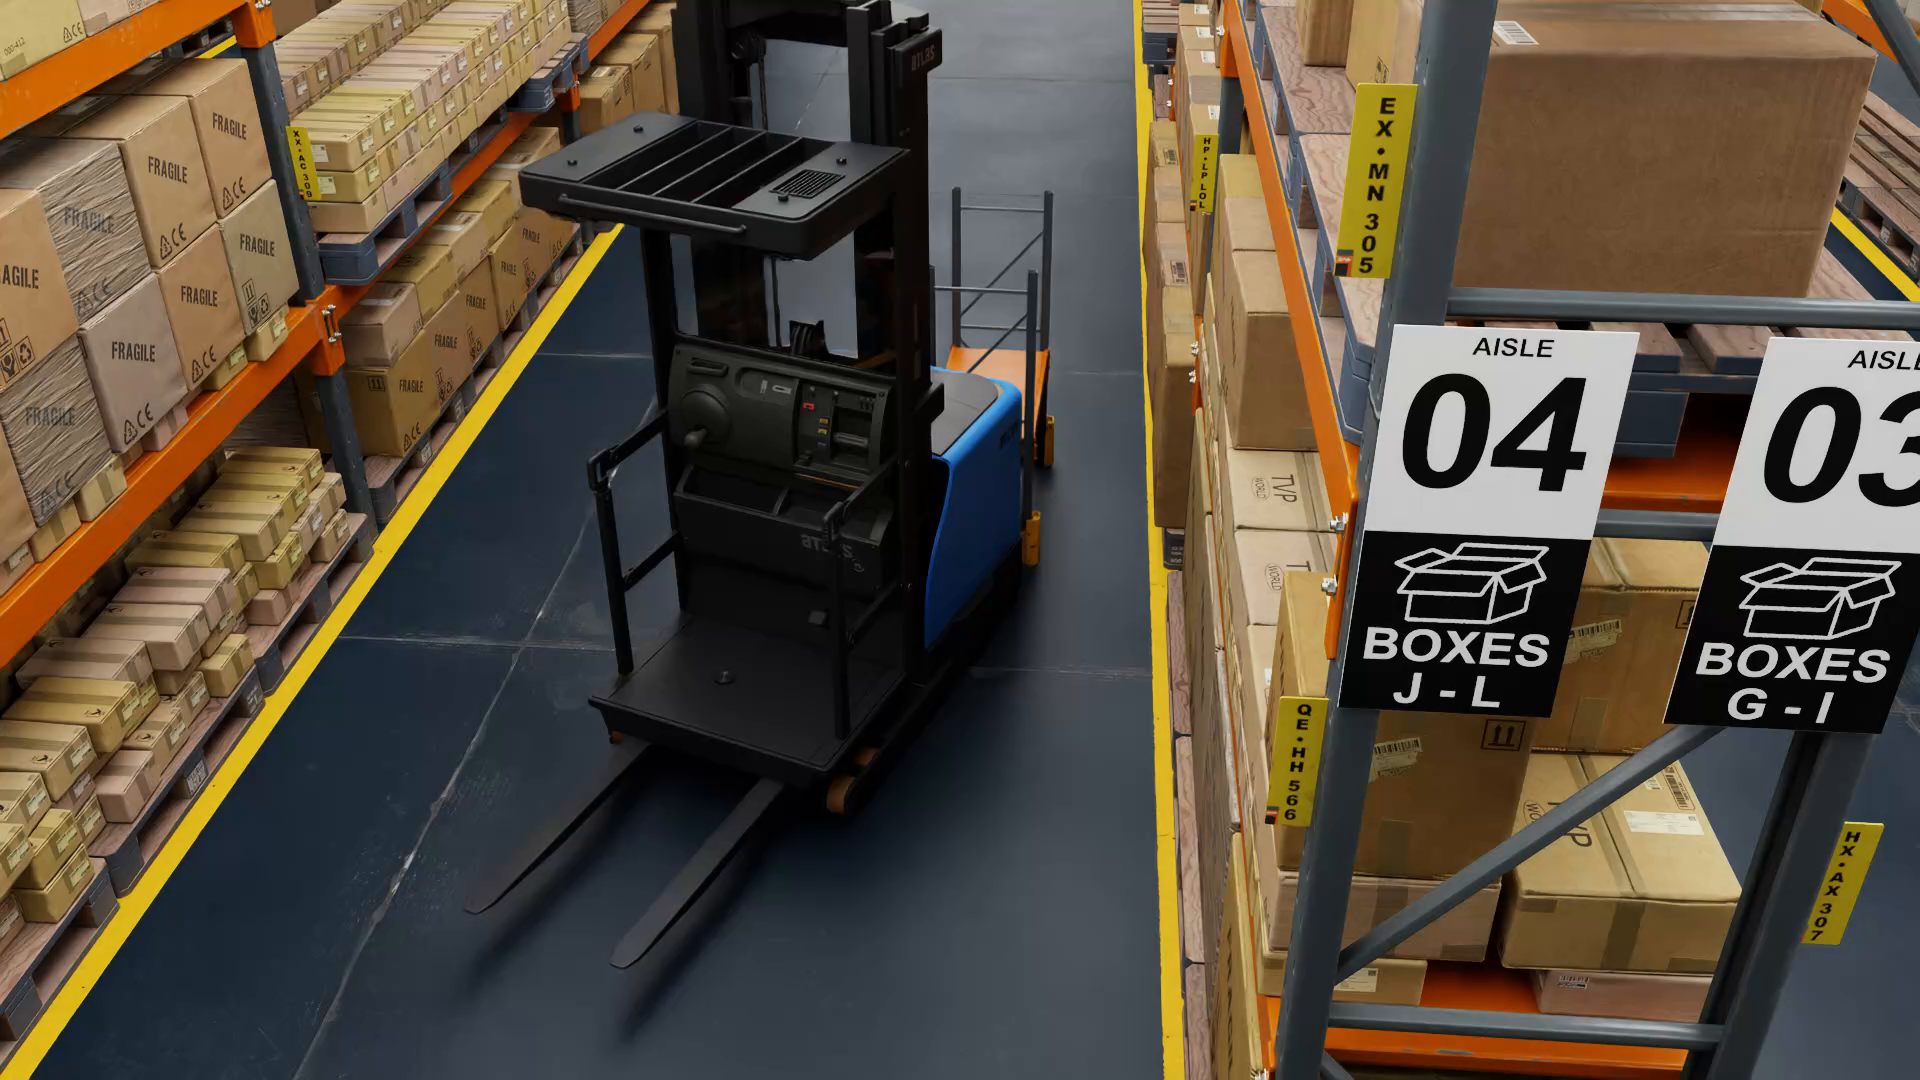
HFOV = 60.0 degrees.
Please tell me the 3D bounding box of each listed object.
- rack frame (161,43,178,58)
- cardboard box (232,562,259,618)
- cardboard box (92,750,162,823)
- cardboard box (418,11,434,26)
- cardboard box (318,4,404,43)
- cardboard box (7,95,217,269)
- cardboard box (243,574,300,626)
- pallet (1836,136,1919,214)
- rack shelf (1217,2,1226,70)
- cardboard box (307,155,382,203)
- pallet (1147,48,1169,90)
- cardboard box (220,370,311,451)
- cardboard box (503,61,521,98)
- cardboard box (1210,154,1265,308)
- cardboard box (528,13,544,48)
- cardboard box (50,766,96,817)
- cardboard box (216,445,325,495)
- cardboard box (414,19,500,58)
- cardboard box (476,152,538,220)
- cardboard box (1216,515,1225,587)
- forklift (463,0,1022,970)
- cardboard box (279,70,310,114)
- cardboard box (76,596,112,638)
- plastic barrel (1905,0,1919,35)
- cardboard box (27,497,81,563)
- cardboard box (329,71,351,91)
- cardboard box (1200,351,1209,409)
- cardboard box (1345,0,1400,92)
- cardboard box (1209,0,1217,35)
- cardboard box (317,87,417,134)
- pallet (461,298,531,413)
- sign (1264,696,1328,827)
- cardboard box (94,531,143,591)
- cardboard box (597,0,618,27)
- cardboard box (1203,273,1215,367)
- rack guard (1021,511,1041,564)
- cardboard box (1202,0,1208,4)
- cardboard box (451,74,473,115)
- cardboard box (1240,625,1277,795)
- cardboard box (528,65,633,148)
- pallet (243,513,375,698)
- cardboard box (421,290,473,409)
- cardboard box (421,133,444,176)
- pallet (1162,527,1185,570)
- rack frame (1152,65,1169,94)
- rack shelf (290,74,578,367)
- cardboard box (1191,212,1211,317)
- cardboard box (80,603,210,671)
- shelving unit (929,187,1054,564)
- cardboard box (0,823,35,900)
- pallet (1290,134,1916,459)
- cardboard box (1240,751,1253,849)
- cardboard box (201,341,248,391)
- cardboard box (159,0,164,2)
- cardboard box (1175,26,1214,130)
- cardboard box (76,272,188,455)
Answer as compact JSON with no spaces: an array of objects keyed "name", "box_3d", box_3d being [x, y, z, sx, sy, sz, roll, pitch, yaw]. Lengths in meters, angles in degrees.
[{"name":"rack frame","box_3d":[-7.684,-5.626,14.521,1.000,3.000,0.127,2,32,4]},{"name":"cardboard box","box_3d":[-3.234,0.212,7.081,0.380,0.149,0.250,3,32,4]},{"name":"cardboard box","box_3d":[-3.241,0.918,6.218,0.380,0.149,0.250,1,32,2]},{"name":"cardboard box","box_3d":[-3.346,-3.049,9.894,0.380,0.149,0.250,2,32,2]},{"name":"cardboard box","box_3d":[-3.384,-2.919,9.400,0.380,0.149,0.250,4,32,6]},{"name":"cardboard box","box_3d":[-3.199,-1.352,6.252,0.500,0.500,0.500,1,32,2]},{"name":"cardboard box","box_3d":[-3.147,0.243,7.313,0.380,0.149,0.250,1,32,2]},{"name":"pallet","box_3d":[7.008,-2.752,12.515,1.003,0.211,1.213,2,32,4]},{"name":"rack shelf","box_3d":[1.705,-3.036,8.145,1.077,0.370,4.000,2,32,4]},{"name":"cardboard box","box_3d":[-2.903,-1.669,7.655,0.380,0.149,0.250,3,32,5]},{"name":"pallet","box_3d":[2.213,-4.369,15.138,1.003,0.211,1.213,2,32,4]},{"name":"cardboard box","box_3d":[-3.584,-0.797,8.666,0.500,0.500,0.500,2,32,3]},{"name":"cardboard box","box_3d":[-2.736,-2.635,9.506,0.380,0.149,0.250,1,32,2]},{"name":"cardboard box","box_3d":[1.248,-1.162,6.422,0.500,0.500,0.500,2,32,4]},{"name":"cardboard box","box_3d":[-2.693,-3.020,9.846,0.380,0.149,0.250,3,32,5]},{"name":"cardboard box","box_3d":[-3.354,0.907,5.952,0.380,0.149,0.250,1,32,2]},{"name":"cardboard box","box_3d":[-3.163,-0.306,7.637,0.380,0.149,0.250,3,32,5]},{"name":"cardboard box","box_3d":[-2.758,-2.749,9.124,0.380,0.149,0.250,4,32,6]},{"name":"cardboard box","box_3d":[-2.892,-2.177,10.191,0.500,0.250,0.500,3,32,5]},{"name":"cardboard box","box_3d":[1.061,0.043,5.561,0.380,0.149,0.250,2,32,3]},{"name":"forklift","box_3d":[-0.786,-0.429,6.153,1.130,2.935,3.031,14,34,21]},{"name":"cardboard box","box_3d":[-3.490,-2.241,8.299,0.380,0.149,0.250,2,32,4]},{"name":"cardboard box","box_3d":[-3.727,0.348,6.859,0.380,0.149,0.250,4,32,6]},{"name":"plastic barrel","box_3d":[6.709,-3.715,11.312,0.421,0.512,0.421,0,32,0]},{"name":"cardboard box","box_3d":[-3.290,-0.059,5.727,0.380,0.149,0.250,4,32,6]},{"name":"cardboard box","box_3d":[-3.454,-2.389,8.823,0.380,0.149,0.250,3,32,4]},{"name":"cardboard box","box_3d":[1.165,-0.635,6.661,0.380,0.149,0.250,1,32,2]},{"name":"cardboard box","box_3d":[1.365,-1.305,4.058,0.700,0.500,0.500,0,32,1]},{"name":"cardboard box","box_3d":[1.792,-3.199,9.531,0.797,0.503,0.637,3,32,6]},{"name":"cardboard box","box_3d":[-2.863,-2.076,8.032,0.380,0.149,0.250,3,32,4]},{"name":"pallet","box_3d":[-3.235,-1.144,9.906,1.003,0.211,1.213,2,32,4]},{"name":"sign","box_3d":[0.677,0.448,3.335,0.100,0.325,0.005,2,32,4]},{"name":"cardboard box","box_3d":[-3.679,0.081,7.009,0.380,0.149,0.250,2,32,3]},{"name":"cardboard box","box_3d":[-2.723,-3.908,11.637,0.500,0.500,0.500,2,32,4]},{"name":"cardboard box","box_3d":[1.243,-0.848,6.627,0.500,0.250,0.500,2,32,3]},{"name":"rack guard","box_3d":[0.093,-0.026,8.054,0.587,0.250,0.087,3,32,6]},{"name":"cardboard box","box_3d":[1.872,-3.617,10.764,0.500,0.500,0.500,-1,32,-2]},{"name":"cardboard box","box_3d":[-2.801,-2.356,8.769,0.380,0.149,0.250,2,32,3]},{"name":"cardboard box","box_3d":[1.033,0.479,4.473,0.500,0.250,0.500,2,32,3]},{"name":"cardboard box","box_3d":[-2.928,-2.912,11.860,1.050,0.750,0.750,2,32,3]},{"name":"pallet","box_3d":[-3.413,0.255,7.635,1.003,0.211,1.213,2,32,4]},{"name":"cardboard box","box_3d":[-3.027,-1.051,9.079,0.500,0.500,0.500,4,32,6]},{"name":"cardboard box","box_3d":[-2.840,-1.950,8.394,0.380,0.149,0.250,3,32,4]},{"name":"pallet","box_3d":[1.530,-0.239,8.437,1.003,0.211,1.213,2,32,4]},{"name":"rack frame","box_3d":[2.193,-5.203,13.834,1.000,3.000,0.127,2,32,4]},{"name":"rack shelf","box_3d":[-3.230,-2.024,9.361,1.077,0.370,4.000,2,32,4]},{"name":"cardboard box","box_3d":[1.308,-1.319,7.435,0.500,0.500,0.500,3,32,4]},{"name":"cardboard box","box_3d":[-3.196,0.379,6.525,0.380,0.149,0.250,1,32,2]},{"name":"shelving unit","box_3d":[0.150,-0.818,8.147,0.587,1.500,1.083,3,32,6]},{"name":"cardboard box","box_3d":[-3.287,1.054,5.431,0.380,0.149,0.250,2,32,4]},{"name":"pallet","box_3d":[1.266,-0.556,3.518,1.003,0.211,1.213,2,32,4]},{"name":"cardboard box","box_3d":[0.958,0.711,4.477,0.380,0.149,0.250,3,32,4]},{"name":"cardboard box","box_3d":[-3.177,-0.742,6.834,0.380,0.149,0.250,4,32,6]},{"name":"cardboard box","box_3d":[-3.164,-2.230,6.293,0.500,0.250,0.500,3,32,5]},{"name":"cardboard box","box_3d":[1.517,-2.642,9.582,0.500,0.500,0.500,2,32,3]},{"name":"cardboard box","box_3d":[-3.236,-0.657,6.079,0.500,0.500,0.500,2,32,4]}]
